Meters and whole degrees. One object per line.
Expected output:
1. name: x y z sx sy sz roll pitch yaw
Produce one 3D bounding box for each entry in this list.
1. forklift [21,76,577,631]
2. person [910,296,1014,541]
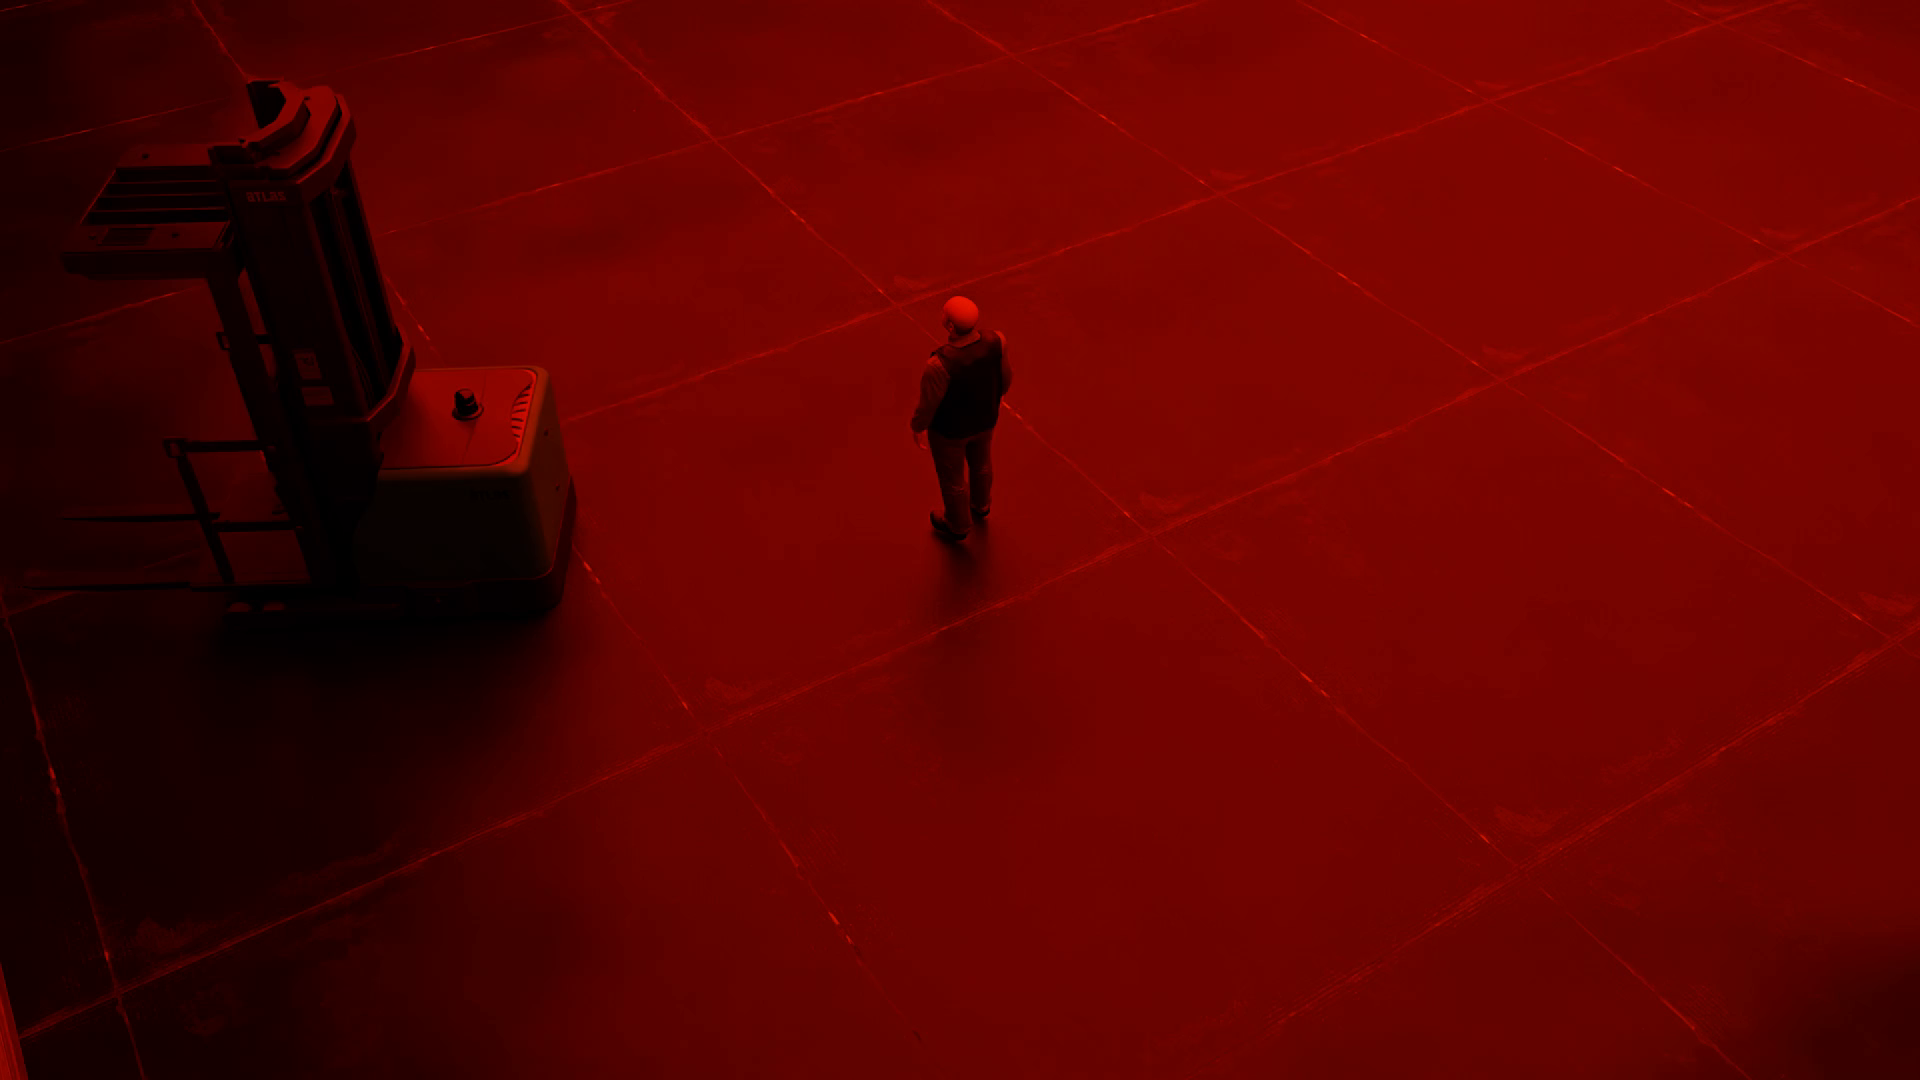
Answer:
1. forklift: -3.848 -0.945 8.953 3.031 2.935 1.130 -2 41 -2
2. person: -0.028 -0.721 9.544 0.633 1.722 0.565 -23 46 -24
